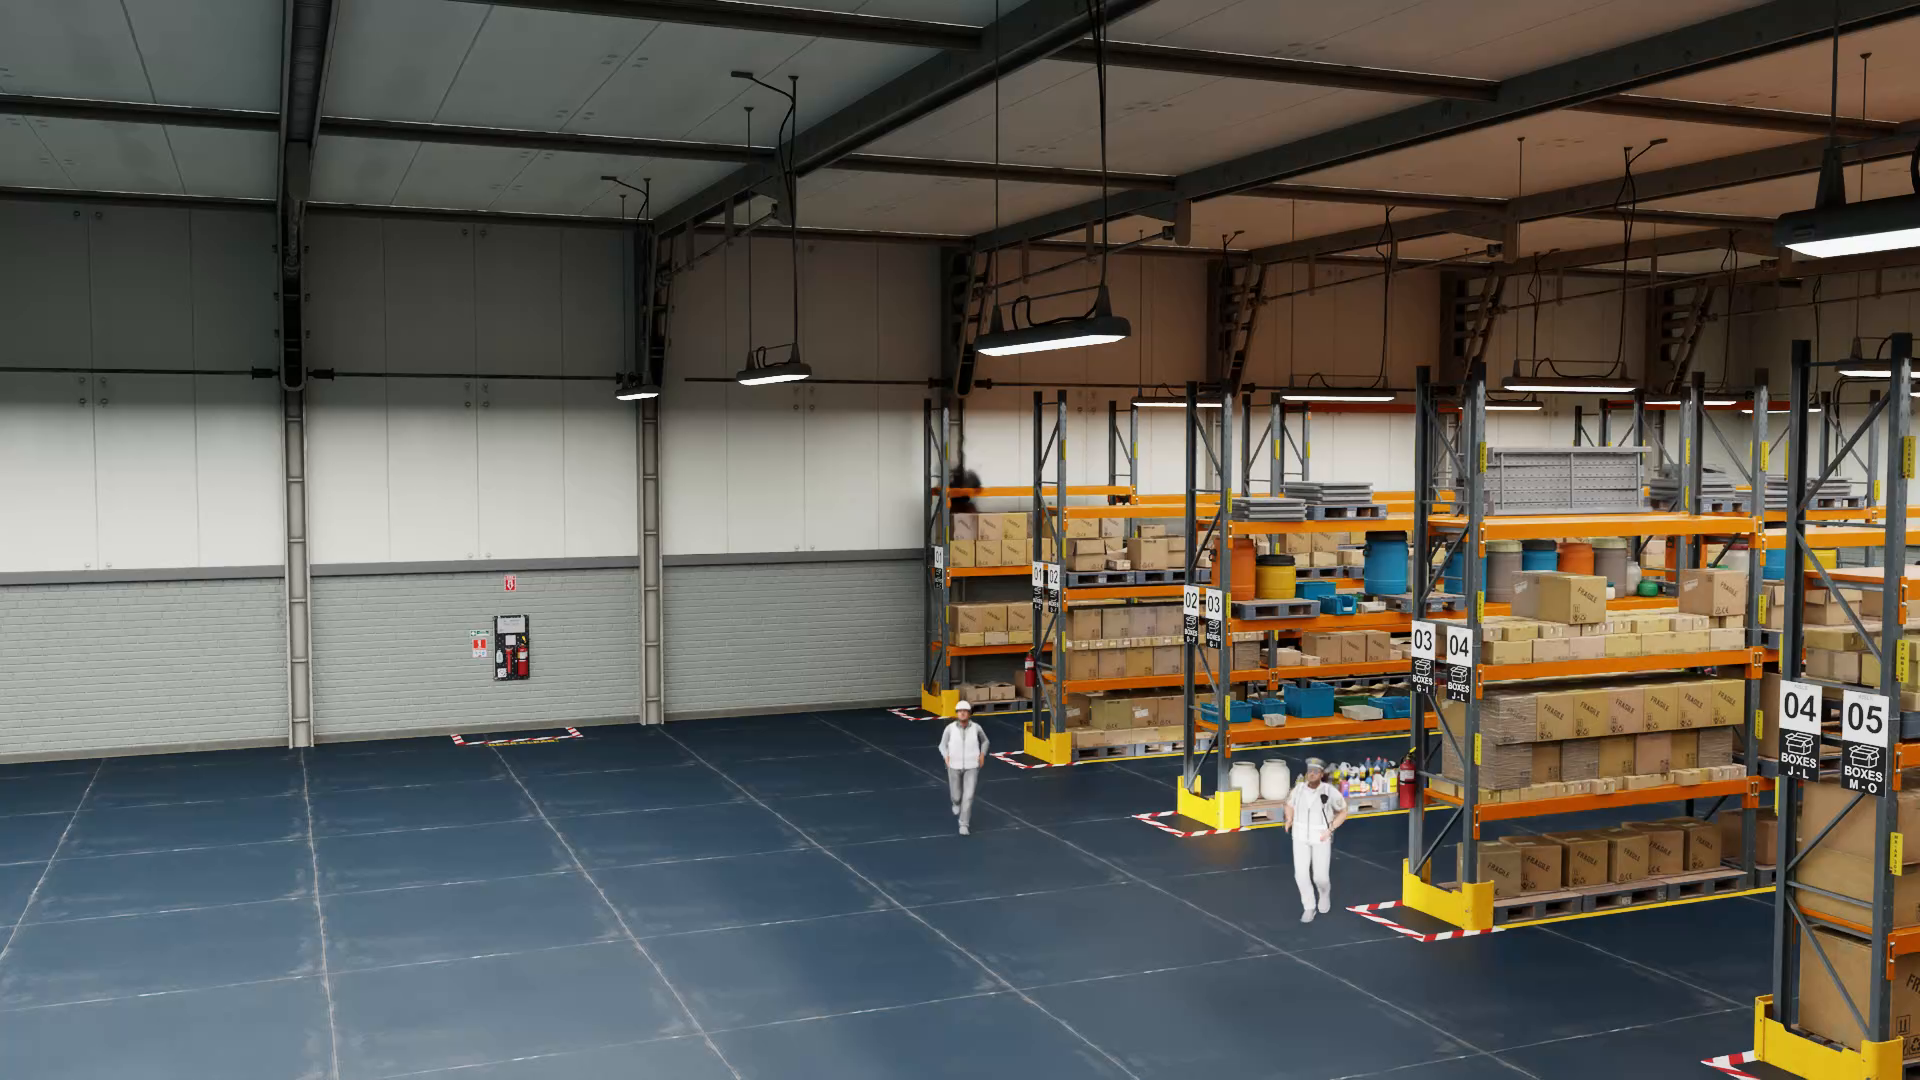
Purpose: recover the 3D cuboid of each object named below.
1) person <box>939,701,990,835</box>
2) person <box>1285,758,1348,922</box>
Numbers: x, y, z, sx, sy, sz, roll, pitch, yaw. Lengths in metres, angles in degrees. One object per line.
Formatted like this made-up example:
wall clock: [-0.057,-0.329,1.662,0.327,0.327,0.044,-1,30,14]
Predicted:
person: [0.061,3.007,22.099,0.677,1.737,0.775,0,3,0]
person: [3.851,3.248,18.090,0.687,1.786,0.595,1,4,24]
